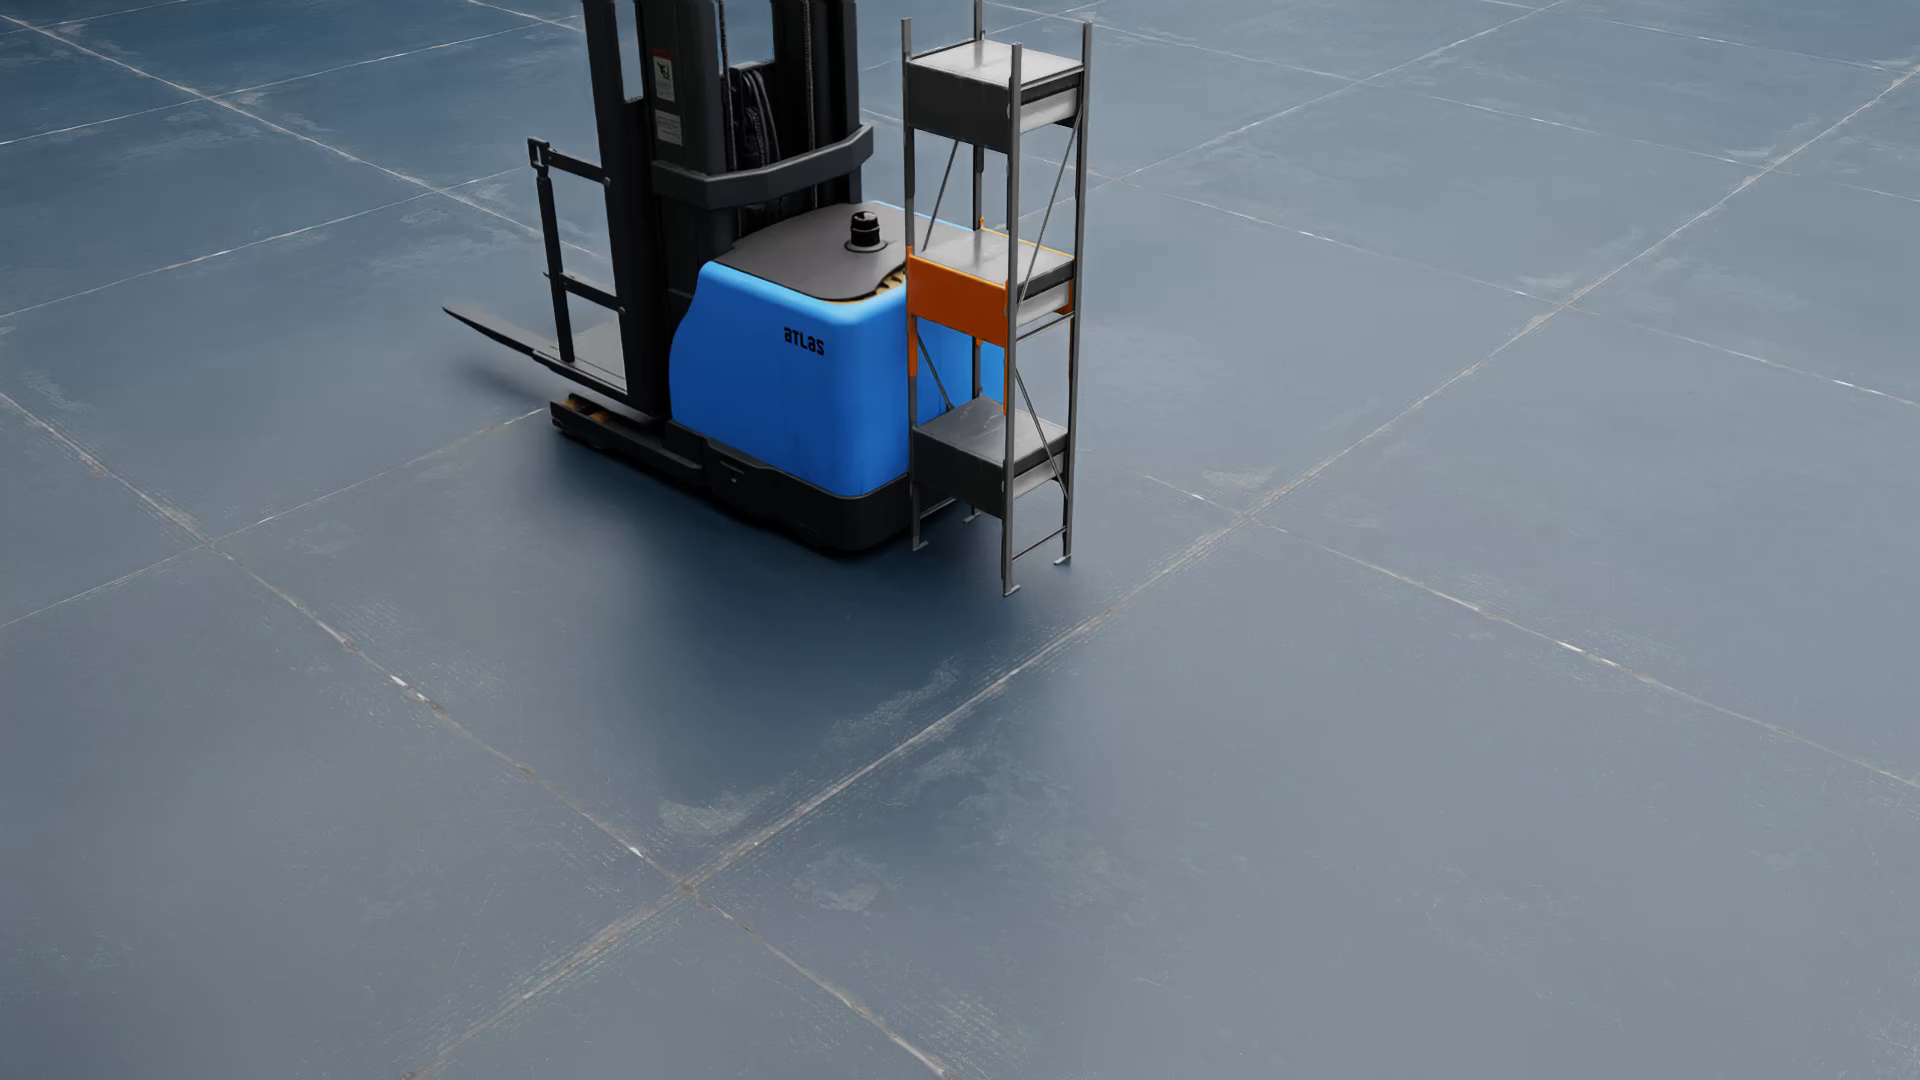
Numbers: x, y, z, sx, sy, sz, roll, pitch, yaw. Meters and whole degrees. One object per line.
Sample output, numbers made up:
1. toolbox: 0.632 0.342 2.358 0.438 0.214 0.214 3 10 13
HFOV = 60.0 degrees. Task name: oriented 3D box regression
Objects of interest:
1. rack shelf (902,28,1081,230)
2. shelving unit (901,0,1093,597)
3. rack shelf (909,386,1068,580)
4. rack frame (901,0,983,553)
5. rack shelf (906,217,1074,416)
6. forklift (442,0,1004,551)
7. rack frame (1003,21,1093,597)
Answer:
1. rack shelf: 0.123 -1.430 5.759 0.480 0.518 0.431 25 39 35
2. shelving unit: 0.123 -0.842 6.113 0.503 2.100 0.431 25 39 35
3. rack shelf: 0.123 -0.231 6.481 0.480 0.518 0.431 25 39 35
4. rack frame: -0.058 -0.927 6.254 0.015 2.100 0.400 25 39 35
5. rack shelf: 0.123 -0.831 6.120 0.480 0.518 0.431 25 39 35
6. forklift: -1.213 -1.844 6.971 3.031 2.935 1.130 24 39 34
7. rack frame: 0.304 -0.758 5.973 0.015 2.100 0.400 25 39 35
